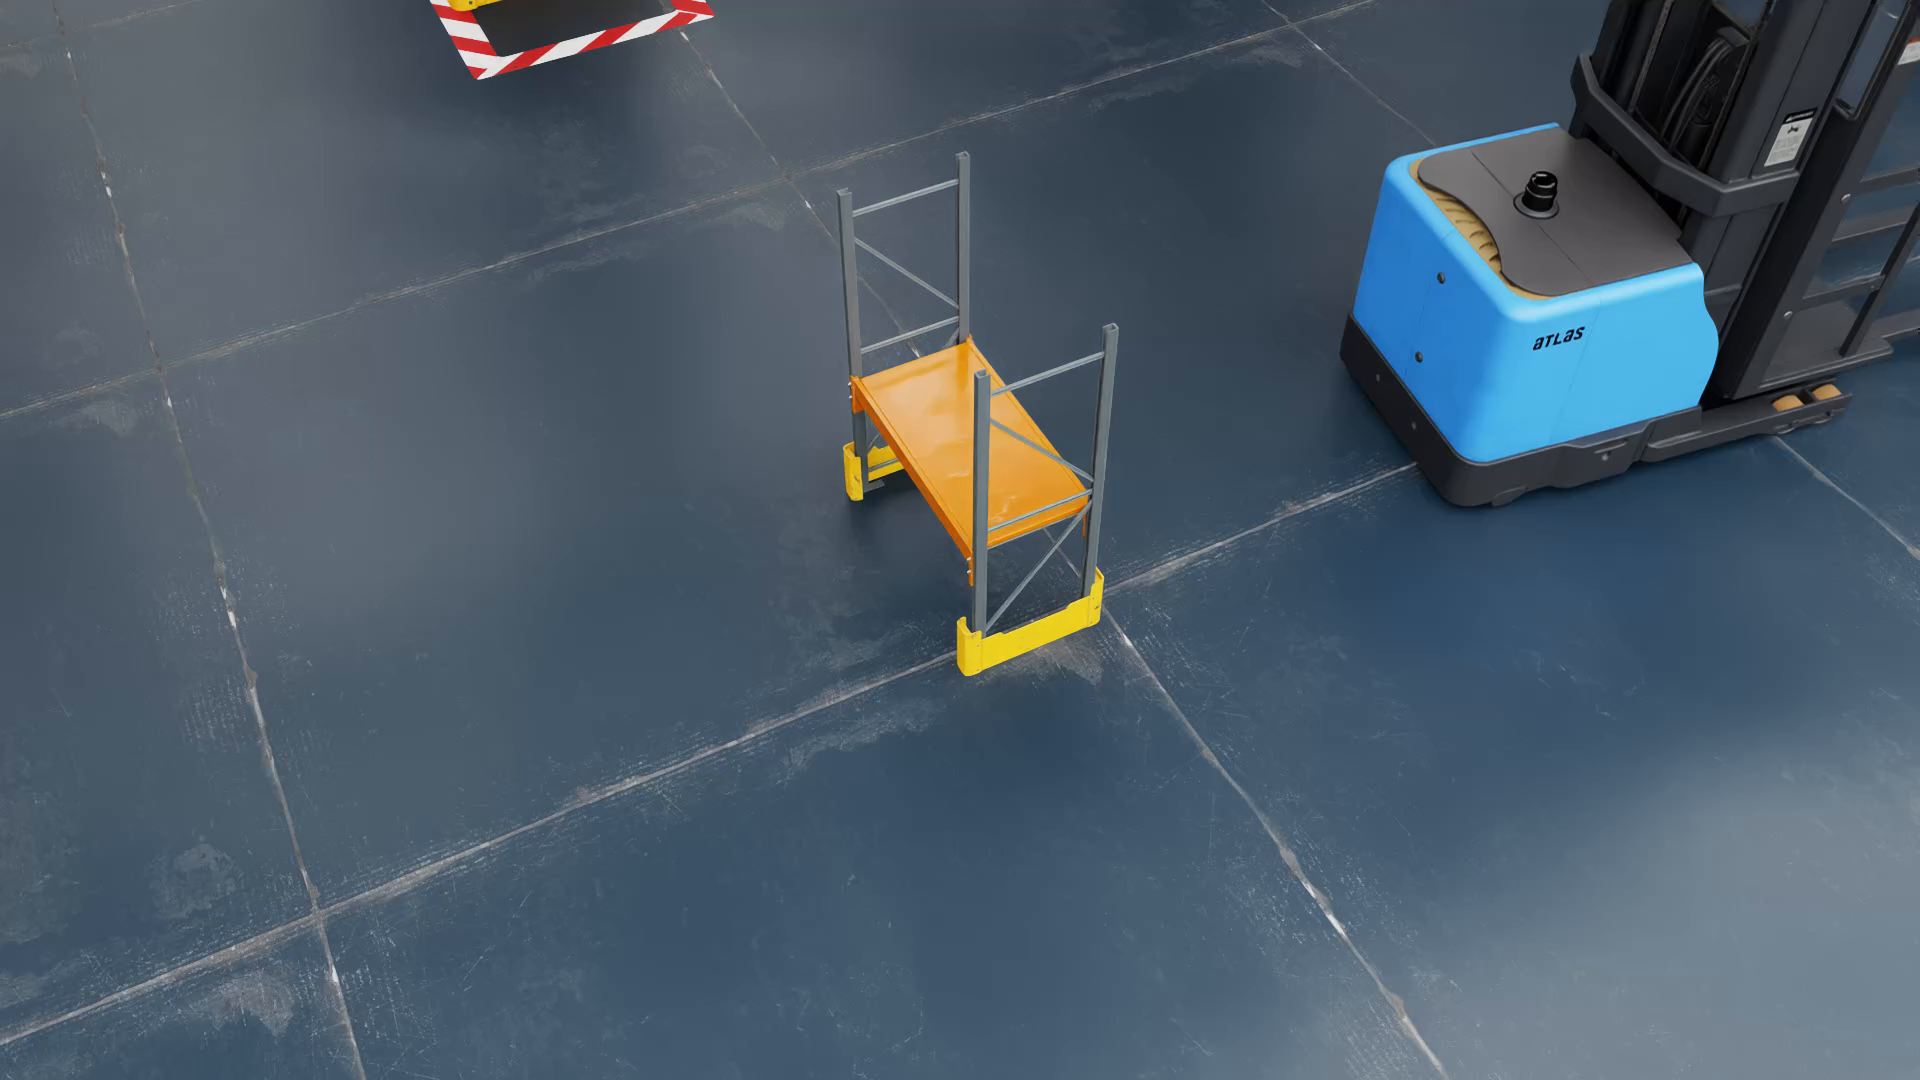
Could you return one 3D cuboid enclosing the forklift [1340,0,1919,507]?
[{"bbox_3d":[3.230,-1.777,6.249,3.031,2.935,1.130,-15,50,-13],"label":"forklift"}]

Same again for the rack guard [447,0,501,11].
[{"bbox_3d":[-2.349,-3.390,9.275,1.175,0.500,0.348,-21,52,-18],"label":"rack guard"}]

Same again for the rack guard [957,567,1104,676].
[{"bbox_3d":[0.263,0.302,6.212,0.587,0.250,0.087,-21,52,-18],"label":"rack guard"}]

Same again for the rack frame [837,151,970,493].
[{"bbox_3d":[-0.194,-0.777,6.326,0.500,1.500,0.032,-21,52,-18],"label":"rack frame"}]

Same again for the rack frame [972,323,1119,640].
[{"bbox_3d":[0.272,-0.096,5.731,0.500,1.500,0.032,-21,52,-18],"label":"rack frame"}]

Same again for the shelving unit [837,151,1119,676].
[{"bbox_3d":[0.035,-0.443,6.033,0.587,1.500,1.083,-21,52,-18],"label":"shelving unit"}]

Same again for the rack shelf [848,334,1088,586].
[{"bbox_3d":[0.039,-0.318,6.164,0.538,0.185,1.000,-21,52,-18],"label":"rack shelf"}]

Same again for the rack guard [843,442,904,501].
[{"bbox_3d":[-0.193,-0.365,6.795,0.587,0.250,0.087,-21,52,-18],"label":"rack guard"}]
